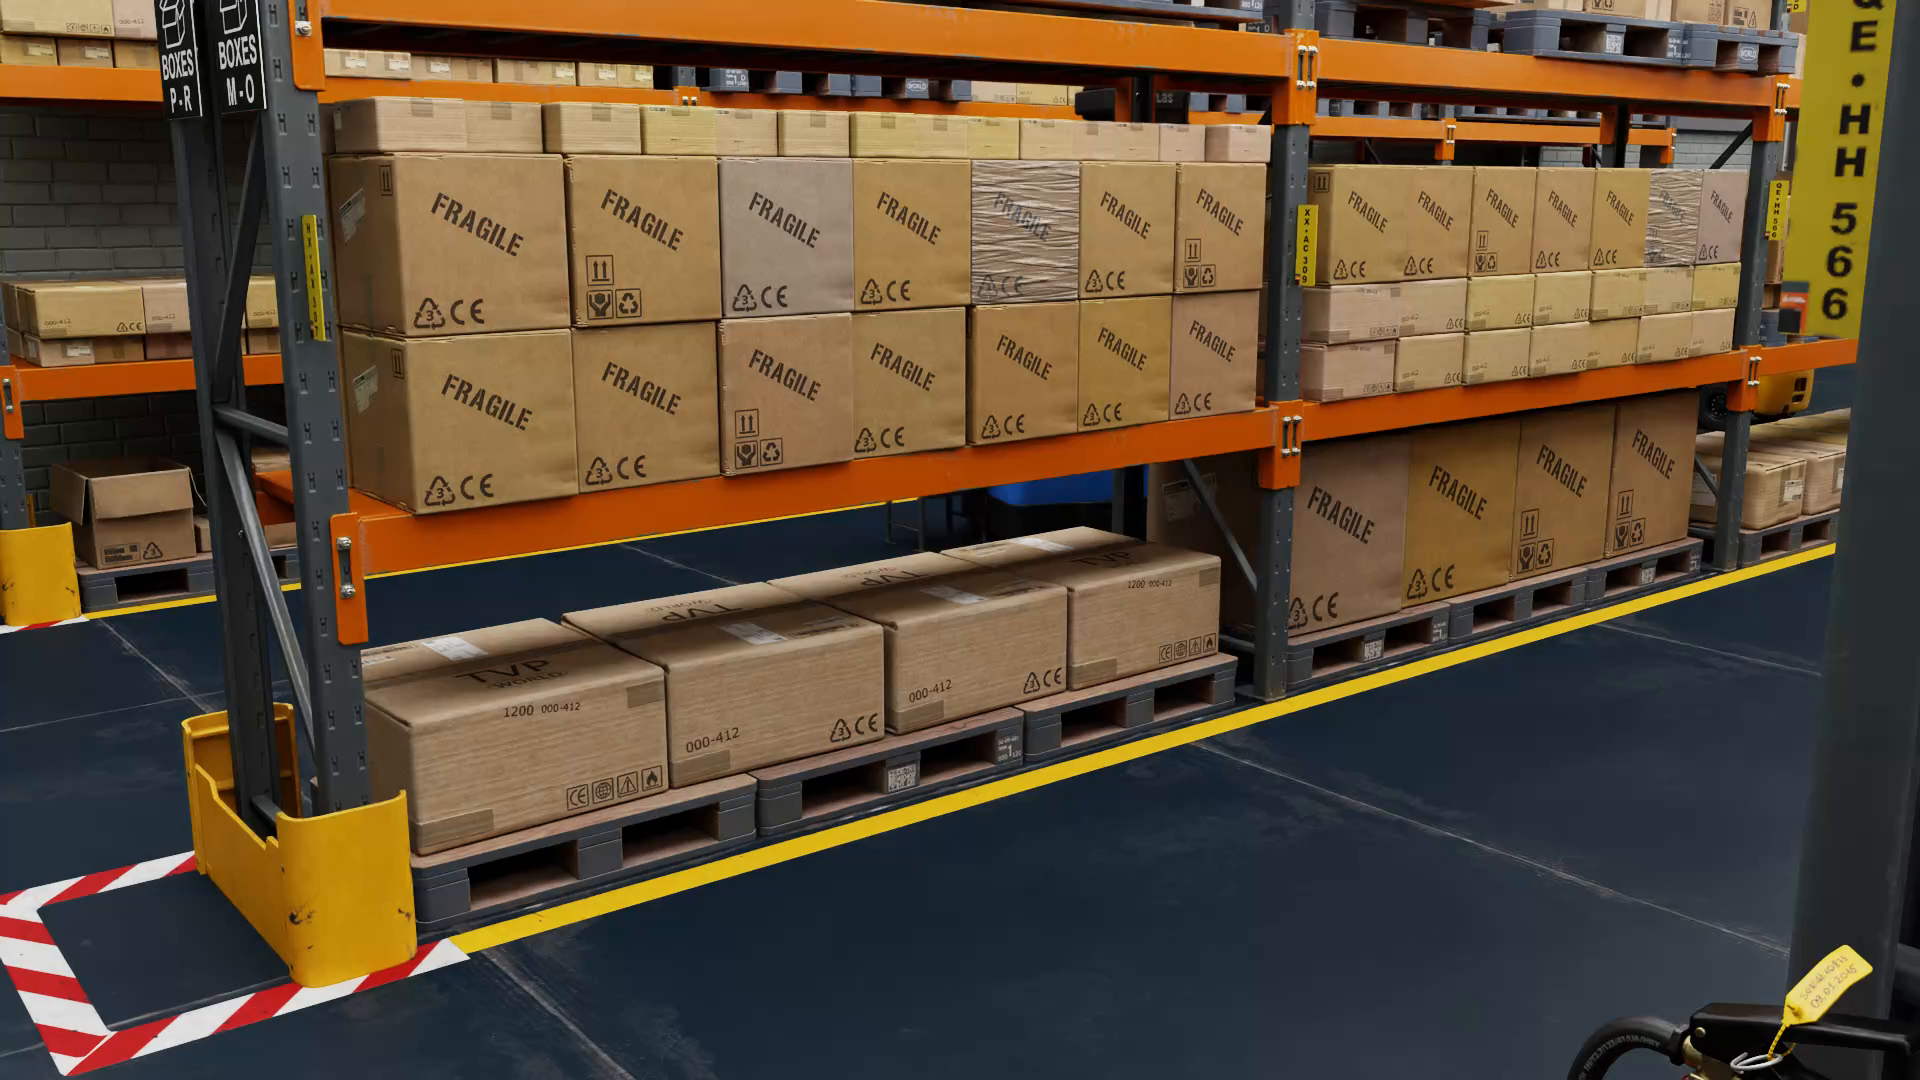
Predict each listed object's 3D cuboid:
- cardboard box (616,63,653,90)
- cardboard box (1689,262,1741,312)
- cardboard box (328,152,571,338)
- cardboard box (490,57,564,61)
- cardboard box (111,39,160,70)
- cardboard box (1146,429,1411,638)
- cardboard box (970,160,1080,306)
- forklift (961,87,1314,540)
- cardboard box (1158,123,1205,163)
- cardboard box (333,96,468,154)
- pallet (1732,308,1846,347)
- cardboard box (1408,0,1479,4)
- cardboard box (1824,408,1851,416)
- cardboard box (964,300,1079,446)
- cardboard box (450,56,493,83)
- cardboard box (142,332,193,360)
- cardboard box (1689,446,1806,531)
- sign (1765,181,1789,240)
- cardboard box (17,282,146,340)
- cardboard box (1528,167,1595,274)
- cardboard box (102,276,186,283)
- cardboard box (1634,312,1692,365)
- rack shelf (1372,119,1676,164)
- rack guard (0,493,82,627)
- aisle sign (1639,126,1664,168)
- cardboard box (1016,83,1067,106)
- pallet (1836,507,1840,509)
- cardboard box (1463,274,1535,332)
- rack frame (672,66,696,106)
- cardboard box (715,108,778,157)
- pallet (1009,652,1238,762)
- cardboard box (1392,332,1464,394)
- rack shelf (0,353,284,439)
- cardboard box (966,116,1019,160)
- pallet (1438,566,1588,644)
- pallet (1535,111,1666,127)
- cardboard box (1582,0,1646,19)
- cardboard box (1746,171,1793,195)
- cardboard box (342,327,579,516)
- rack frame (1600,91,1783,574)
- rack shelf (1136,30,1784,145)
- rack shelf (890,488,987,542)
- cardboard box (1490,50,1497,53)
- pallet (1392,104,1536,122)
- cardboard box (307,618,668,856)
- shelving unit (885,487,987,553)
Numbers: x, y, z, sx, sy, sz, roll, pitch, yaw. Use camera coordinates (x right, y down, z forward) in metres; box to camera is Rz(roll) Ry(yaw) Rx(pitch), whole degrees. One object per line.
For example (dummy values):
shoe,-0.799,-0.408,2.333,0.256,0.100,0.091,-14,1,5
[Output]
cardboard box,-2.124,-2.893,10.415,0.250,0.149,0.380,-10,15,-38
cardboard box,3.980,-1.425,9.275,0.500,0.250,0.500,-10,15,-38
cardboard box,-1.495,-0.874,4.874,0.500,0.500,0.500,-10,15,-39
cardboard box,-2.647,-3.010,10.007,0.500,0.250,0.500,-10,16,-40
cardboard box,-4.358,-2.541,8.757,0.250,0.149,0.380,-9,15,-37
cardboard box,1.510,-0.098,7.974,0.875,0.875,0.875,-9,15,-36
cardboard box,0.087,-1.139,6.121,0.500,0.500,0.500,-9,15,-37
forklift,1.585,-1.533,10.793,3.031,2.935,1.130,-4,13,-18
cardboard box,0.761,-1.586,6.665,0.250,0.149,0.380,-9,15,-36
cardboard box,-1.597,-1.176,4.736,0.250,0.149,0.380,-9,15,-36
pallet,4.689,-1.374,10.338,1.003,0.211,1.213,-9,15,-38
cardboard box,1.945,-2.628,7.308,0.500,0.500,0.500,-10,15,-39
cardboard box,6.915,-0.728,12.152,0.625,0.372,0.950,-9,15,-37
cardboard box,0.092,-0.651,6.231,0.500,0.500,0.500,-10,15,-38
cardboard box,-2.954,-2.767,9.823,0.250,0.149,0.380,-9,15,-36
cardboard box,-4.370,-1.080,9.097,0.250,0.149,0.380,-10,15,-38
cardboard box,4.647,-0.349,10.368,0.625,0.372,0.950,-11,16,-41
sign,4.549,-1.834,9.259,0.005,0.325,0.100,-9,15,-38
cardboard box,-4.629,-1.212,8.758,0.500,0.250,0.500,-9,15,-37
cardboard box,2.772,-1.590,8.249,0.500,0.500,0.500,-10,15,-39
cardboard box,-4.554,-1.366,9.484,0.500,0.250,0.500,-9,15,-37
cardboard box,3.578,-1.108,8.985,0.500,0.250,0.500,-9,15,-37
rack shelf,5.781,-4.056,17.020,4.000,0.370,1.077,-9,15,-38
rack guard,-5.092,0.089,9.007,0.348,0.500,1.175,-9,15,-38
aisle sign,7.577,-4.433,18.025,0.004,0.787,0.394,-9,15,-38
cardboard box,0.455,-3.385,12.487,0.500,0.250,0.500,-9,15,-37
pallet,5.763,-0.252,11.308,1.213,0.211,1.003,-9,15,-38
cardboard box,2.396,-1.155,8.002,0.500,0.250,0.500,-9,15,-37
rack frame,-2.028,-1.643,11.146,0.127,3.000,1.000,-9,15,-38
cardboard box,-0.796,-1.316,5.397,0.250,0.149,0.380,-9,15,-37
pallet,0.433,0.611,7.241,1.213,0.211,1.003,-9,15,-38
cardboard box,1.988,-0.847,7.757,0.500,0.250,0.500,-10,16,-39
rack shelf,-3.589,-1.032,9.998,4.000,0.370,1.077,-9,15,-38
cardboard box,-0.003,-1.447,6.011,0.250,0.149,0.380,-10,15,-39
pallet,2.585,0.254,8.925,1.213,0.211,1.003,-9,15,-38
pallet,6.774,-4.537,17.764,1.213,0.211,1.003,-9,15,-38
cardboard box,3.004,-2.804,8.137,0.500,0.500,0.500,-9,15,-37
cardboard box,5.301,-2.333,10.864,0.250,0.149,0.380,-10,16,-40
cardboard box,-1.493,-0.384,4.976,0.500,0.500,0.500,-10,15,-38
rack frame,4.200,-1.358,9.801,0.127,3.000,1.000,-9,15,-38
rack shelf,2.638,-2.214,8.342,4.000,0.370,1.077,-9,15,-38
rack shelf,-0.152,-0.308,10.458,0.480,0.518,0.431,-9,15,-36
cardboard box,5.806,-4.689,16.768,0.637,0.503,0.797,-9,15,-36
pallet,4.869,-4.220,16.273,1.213,0.211,1.003,-9,15,-38
cardboard box,-1.594,0.626,5.614,0.875,0.438,0.875,-10,16,-40
shelving unit,-0.151,-1.006,10.309,0.503,2.100,0.431,-9,15,-36
